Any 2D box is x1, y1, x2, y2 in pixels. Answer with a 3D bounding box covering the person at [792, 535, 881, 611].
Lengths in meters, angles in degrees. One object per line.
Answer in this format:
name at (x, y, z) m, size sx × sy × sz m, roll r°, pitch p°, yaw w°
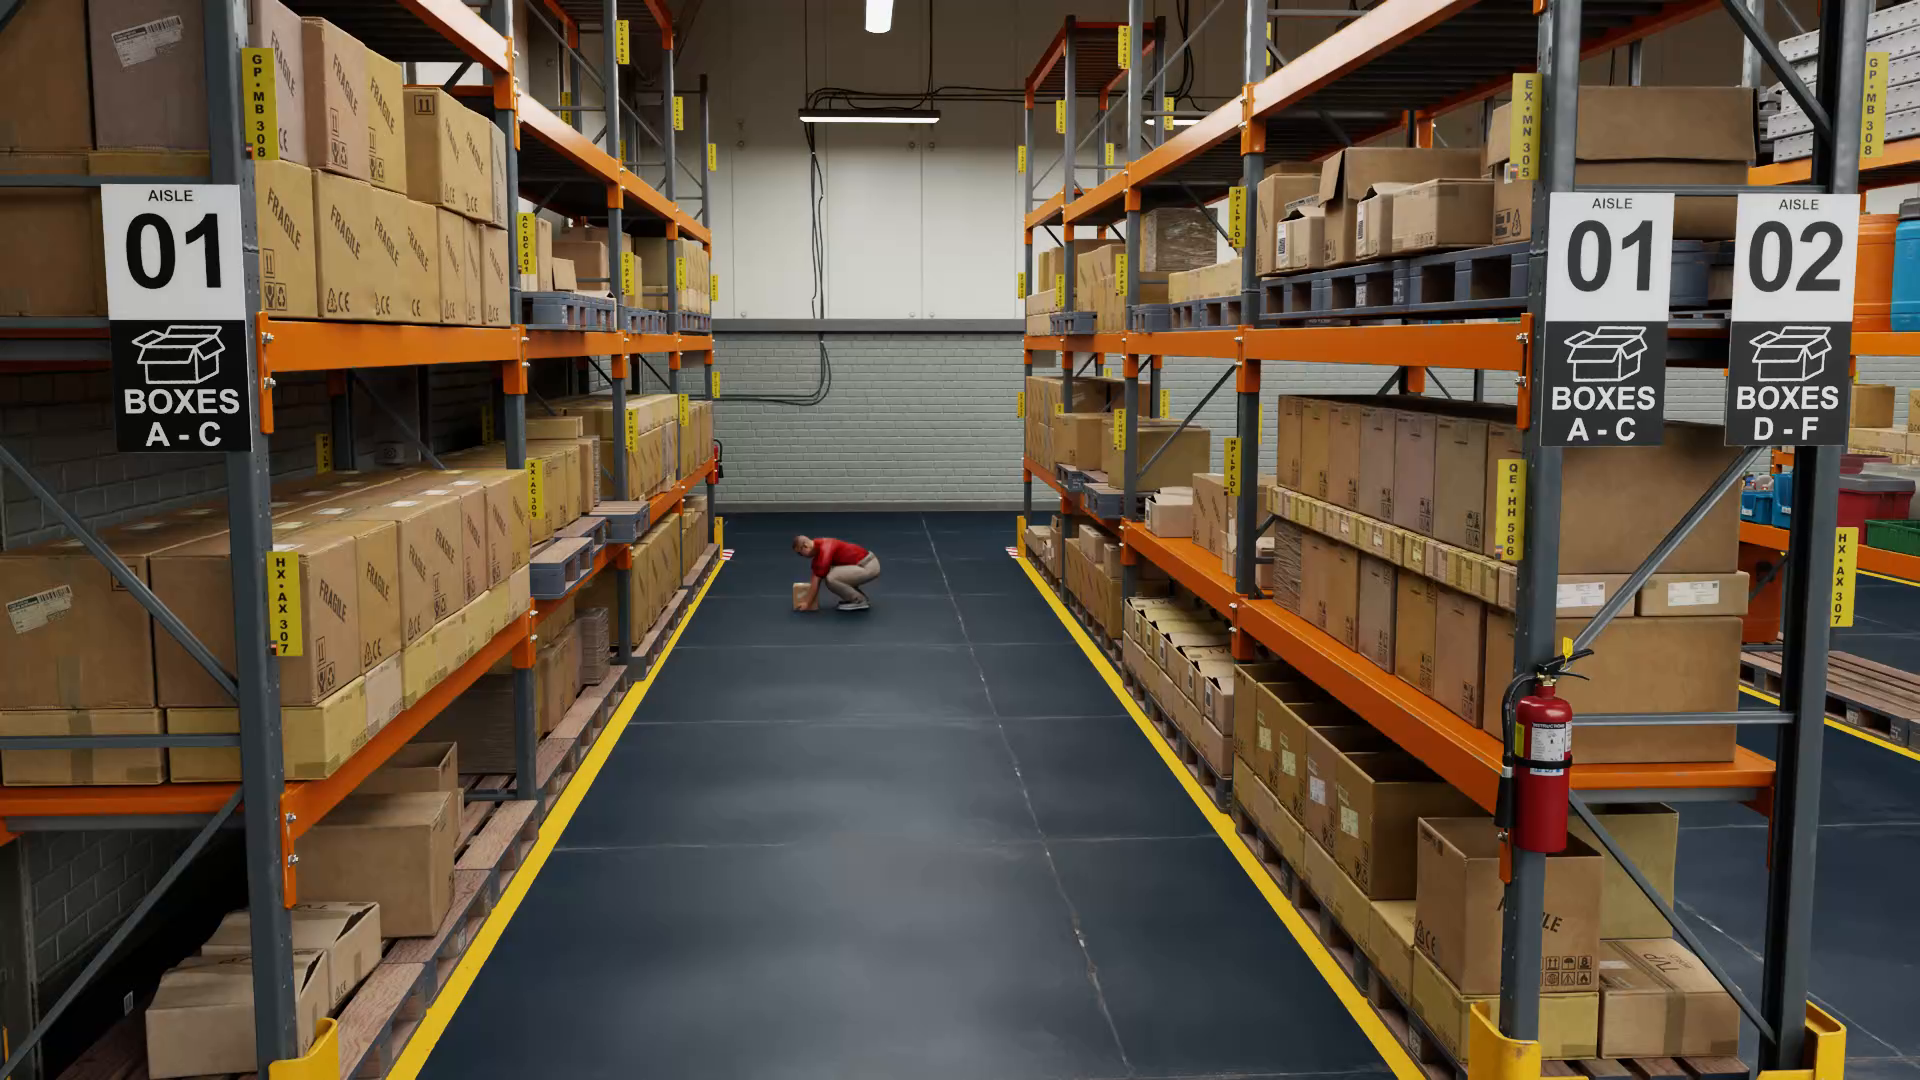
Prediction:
person at (-1.270, 0.362, 17.144) m, size 0.902 × 0.849 × 0.541 m, roll -1°, pitch 7°, yaw -5°
